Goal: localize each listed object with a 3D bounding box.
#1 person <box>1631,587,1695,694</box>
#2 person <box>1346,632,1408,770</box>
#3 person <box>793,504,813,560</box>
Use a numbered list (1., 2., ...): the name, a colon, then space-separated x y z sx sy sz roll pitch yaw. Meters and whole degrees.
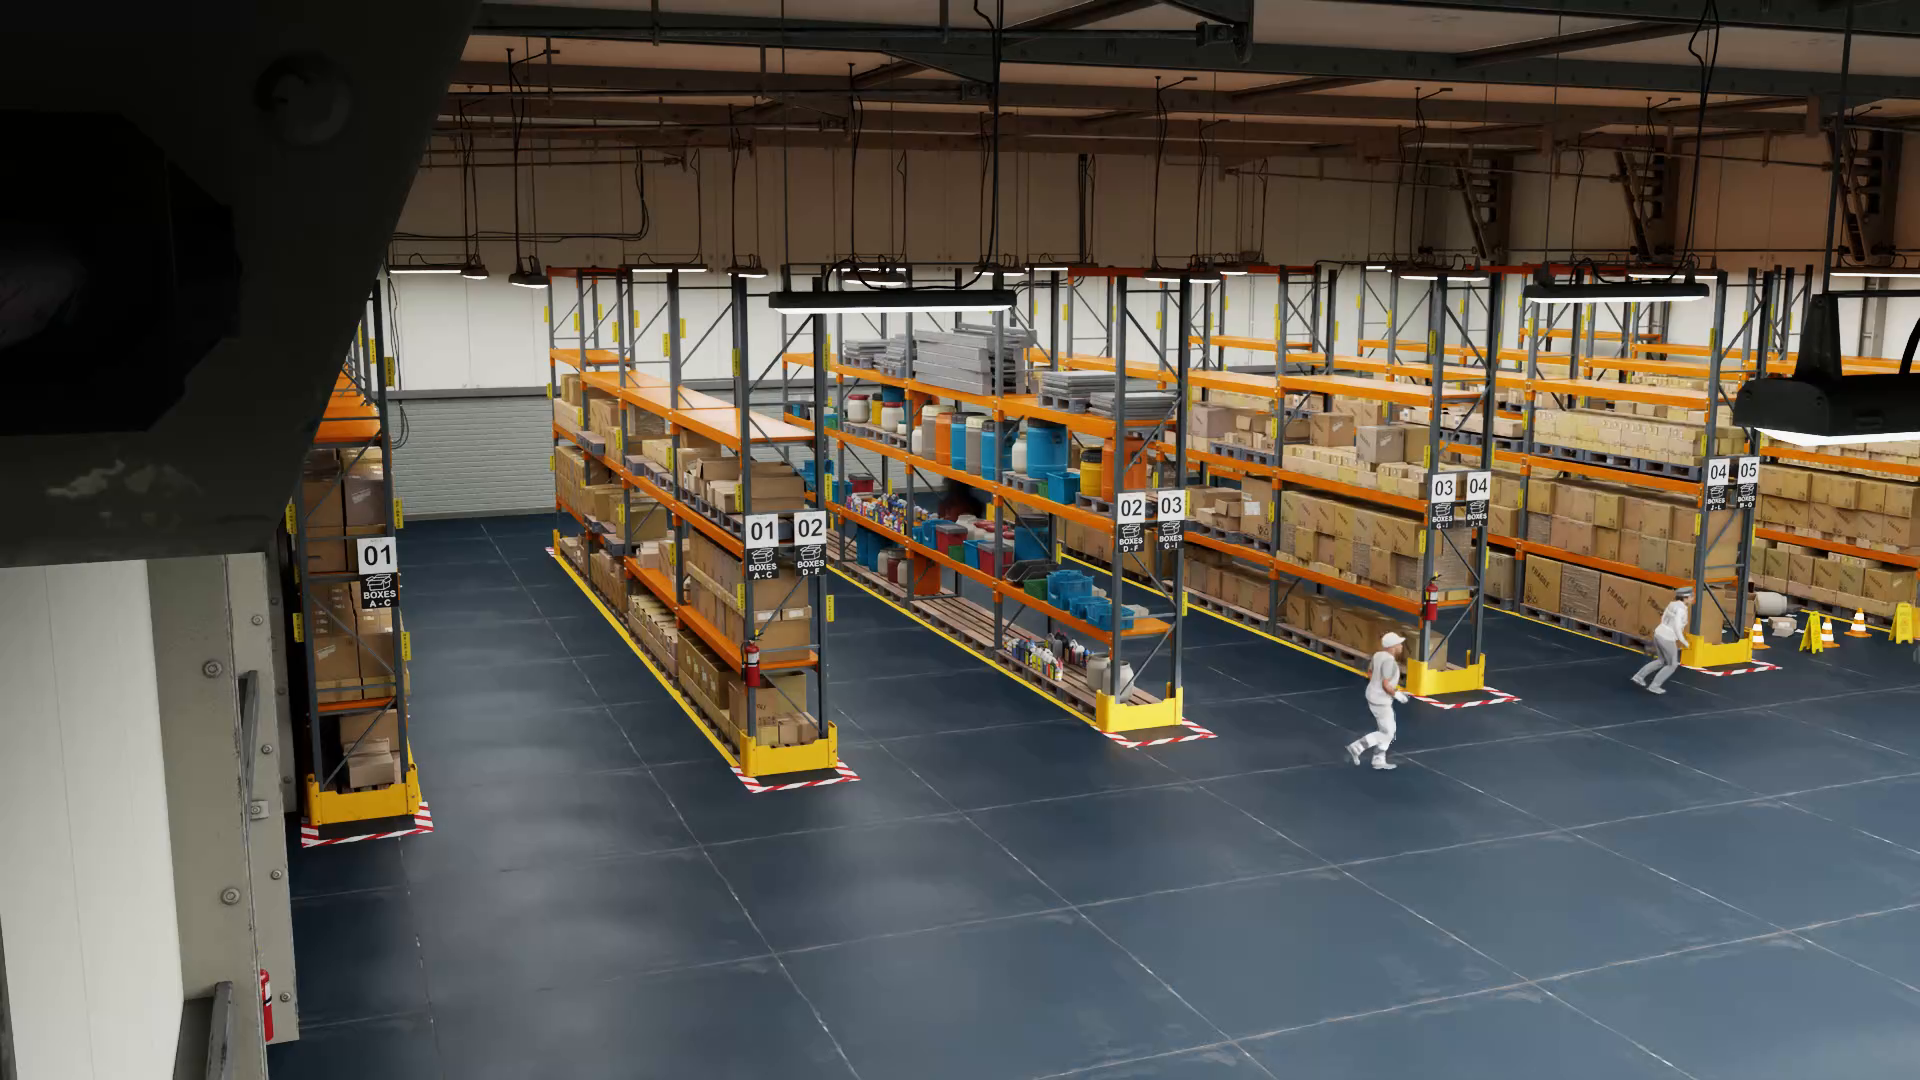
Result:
1. person: 10.095 1.441 23.841 0.728 1.608 0.574 2 10 9
2. person: 5.098 1.981 20.375 0.709 1.733 0.656 0 10 1
3. person: -3.081 -0.144 31.953 0.560 1.621 0.645 -3 10 -18
